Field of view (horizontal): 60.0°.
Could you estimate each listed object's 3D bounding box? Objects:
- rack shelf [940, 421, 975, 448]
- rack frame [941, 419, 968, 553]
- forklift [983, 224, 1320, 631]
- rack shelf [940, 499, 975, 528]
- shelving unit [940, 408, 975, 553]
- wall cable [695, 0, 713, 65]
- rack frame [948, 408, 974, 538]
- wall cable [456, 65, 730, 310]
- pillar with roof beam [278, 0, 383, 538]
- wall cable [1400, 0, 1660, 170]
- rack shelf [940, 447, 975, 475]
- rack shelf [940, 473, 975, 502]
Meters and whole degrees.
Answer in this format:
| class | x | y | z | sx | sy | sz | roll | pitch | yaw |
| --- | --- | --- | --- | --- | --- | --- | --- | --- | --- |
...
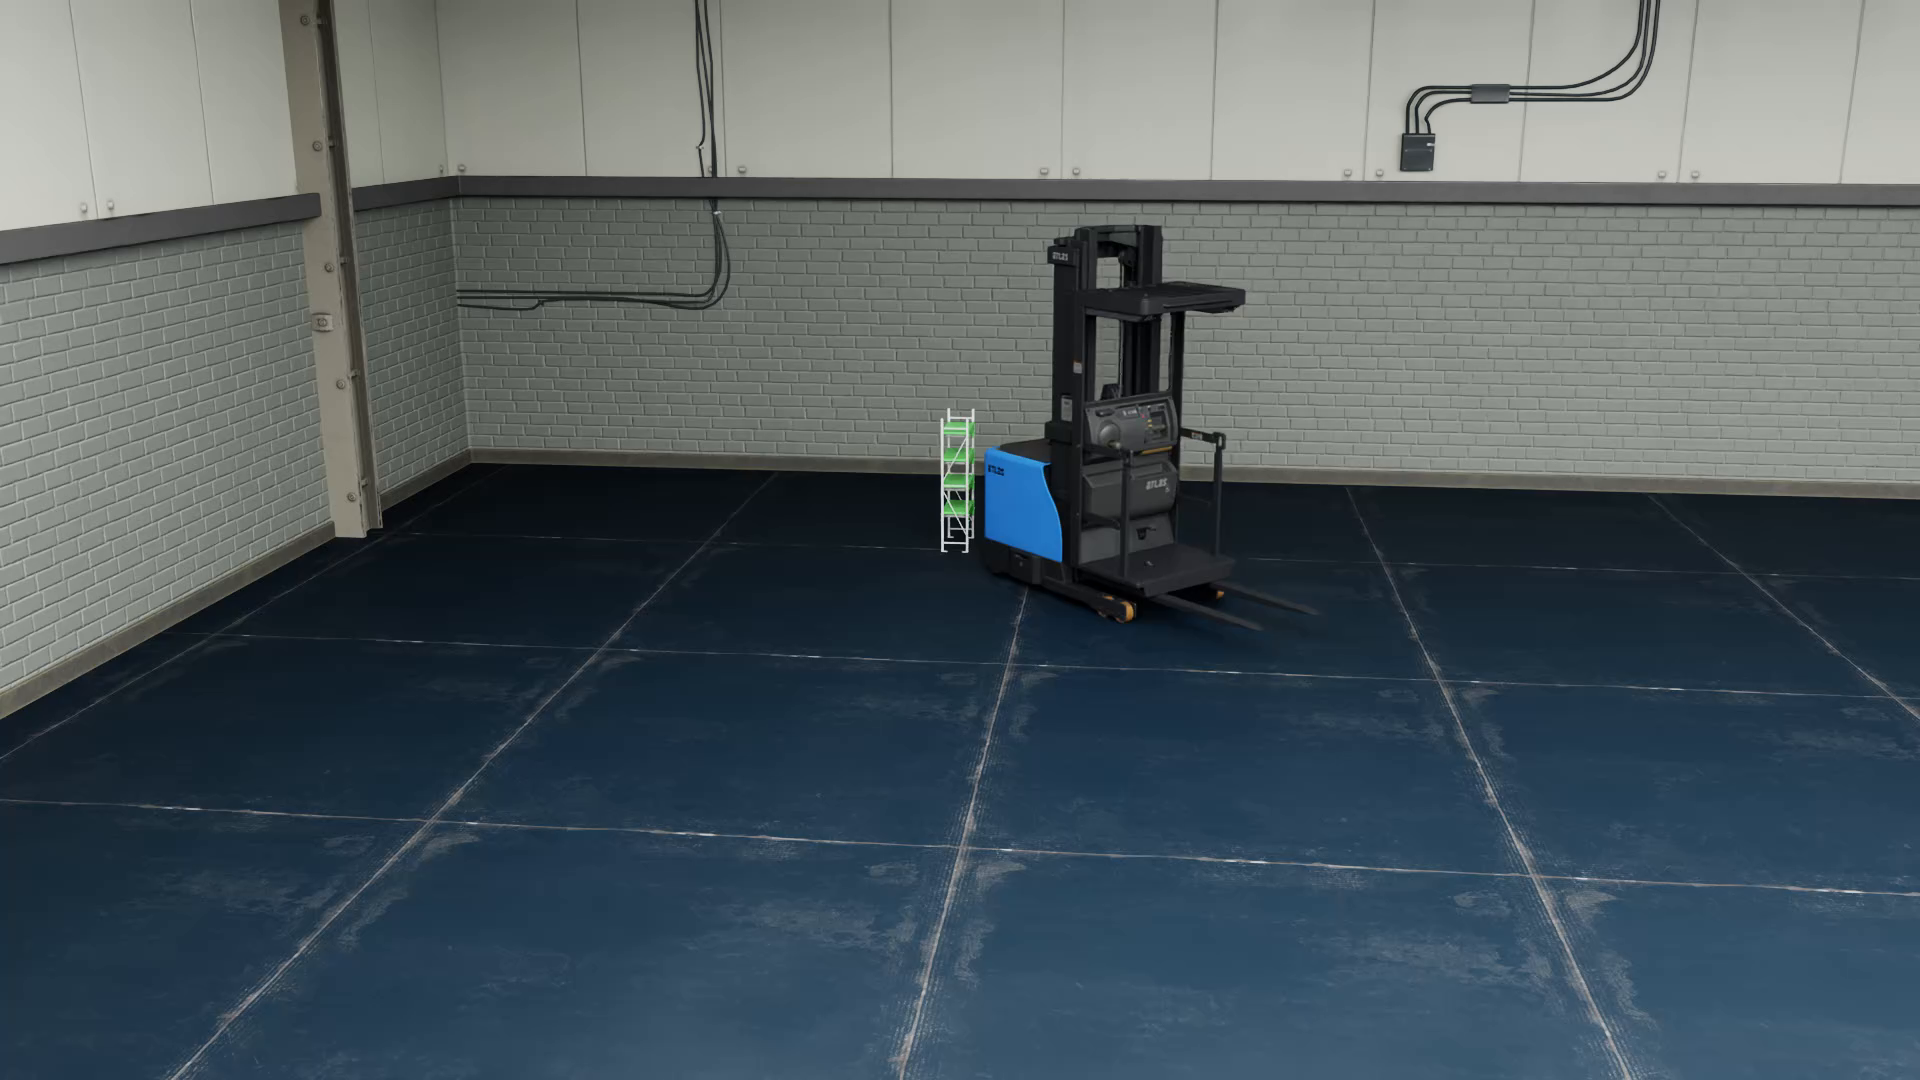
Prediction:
| class | x | y | z | sx | sy | sz | roll | pitch | yaw |
| --- | --- | --- | --- | --- | --- | --- | --- | --- | --- |
| rack shelf | -0.019 | -0.938 | 14.738 | 0.258 | 0.148 | 0.480 | 2 | 15 | 6 |
| rack frame | -0.046 | -0.473 | 14.613 | 0.240 | 1.200 | 0.015 | 2 | 15 | 6 |
| forklift | 1.486 | -0.921 | 12.953 | 1.130 | 2.935 | 3.031 | -11 | 19 | -36 |
| rack shelf | -0.019 | -0.243 | 14.926 | 0.258 | 0.148 | 0.480 | 2 | 15 | 6 |
| shelving unit | -0.019 | -0.536 | 14.847 | 0.258 | 1.200 | 0.503 | 2 | 15 | 6 |
| wall cable | -1.258 | -6.005 | 16.405 | 3.097 | 2.526 | 0.112 | 2 | 15 | 6 |
| rack frame | 0.009 | -0.600 | 15.081 | 0.240 | 1.200 | 0.015 | 2 | 15 | 6 |
| wall cable | -3.947 | -3.647 | 17.358 | 3.097 | 2.526 | 0.112 | 2 | 15 | 6 |
| pillar with roof beam | -1.315 | -4.294 | 13.803 | 9.100 | 9.000 | 0.400 | 2 | 15 | 6 |
| wall cable | 5.485 | -6.504 | 15.460 | 2.305 | 6.003 | 0.169 | 2 | 15 | 6 |
| rack shelf | -0.019 | -0.706 | 14.801 | 0.258 | 0.148 | 0.480 | 2 | 15 | 6 |
| rack shelf | -0.019 | -0.475 | 14.863 | 0.258 | 0.148 | 0.480 | 2 | 15 | 6 |
